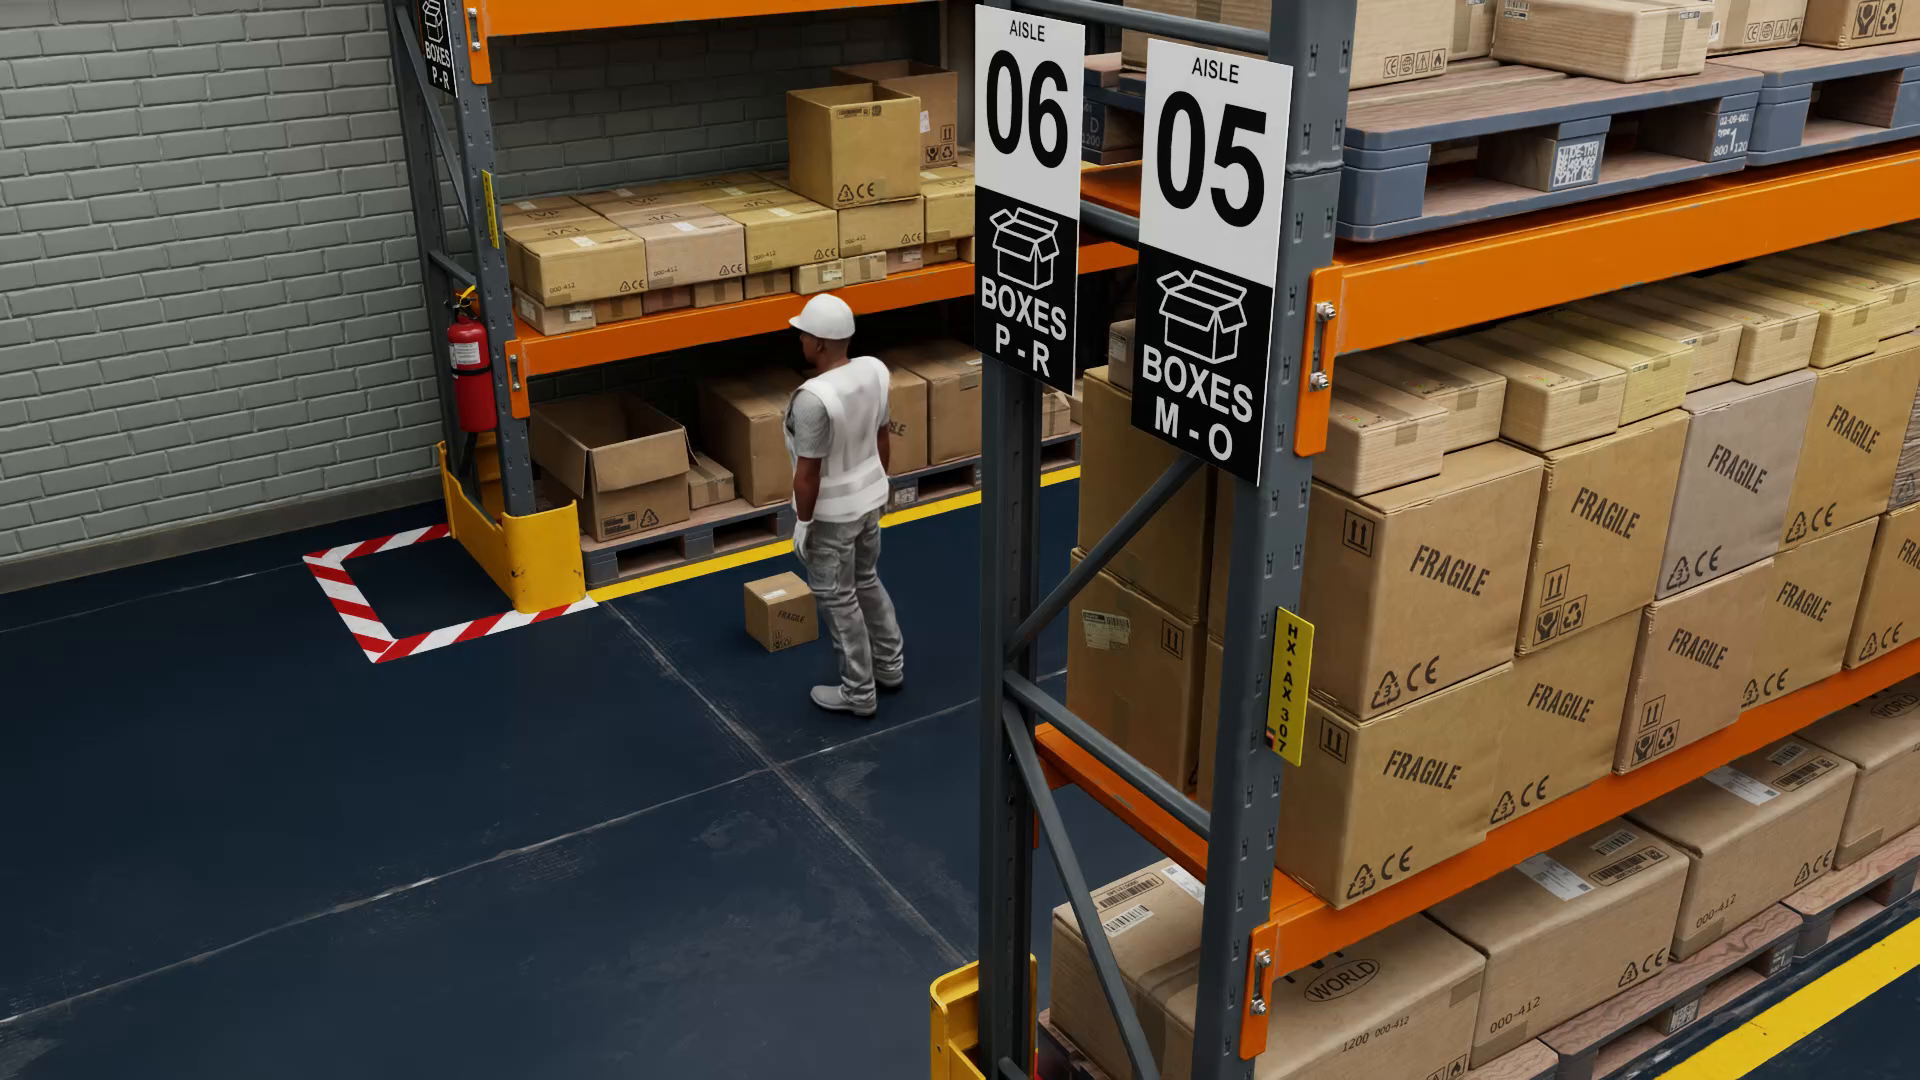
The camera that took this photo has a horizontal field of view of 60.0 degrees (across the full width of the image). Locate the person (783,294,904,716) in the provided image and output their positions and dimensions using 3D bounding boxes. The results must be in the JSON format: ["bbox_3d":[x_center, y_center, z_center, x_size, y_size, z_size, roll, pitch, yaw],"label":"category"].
[{"bbox_3d":[-0.479,-0.147,6.856,0.398,1.776,0.596,15,29,29],"label":"person"}]
